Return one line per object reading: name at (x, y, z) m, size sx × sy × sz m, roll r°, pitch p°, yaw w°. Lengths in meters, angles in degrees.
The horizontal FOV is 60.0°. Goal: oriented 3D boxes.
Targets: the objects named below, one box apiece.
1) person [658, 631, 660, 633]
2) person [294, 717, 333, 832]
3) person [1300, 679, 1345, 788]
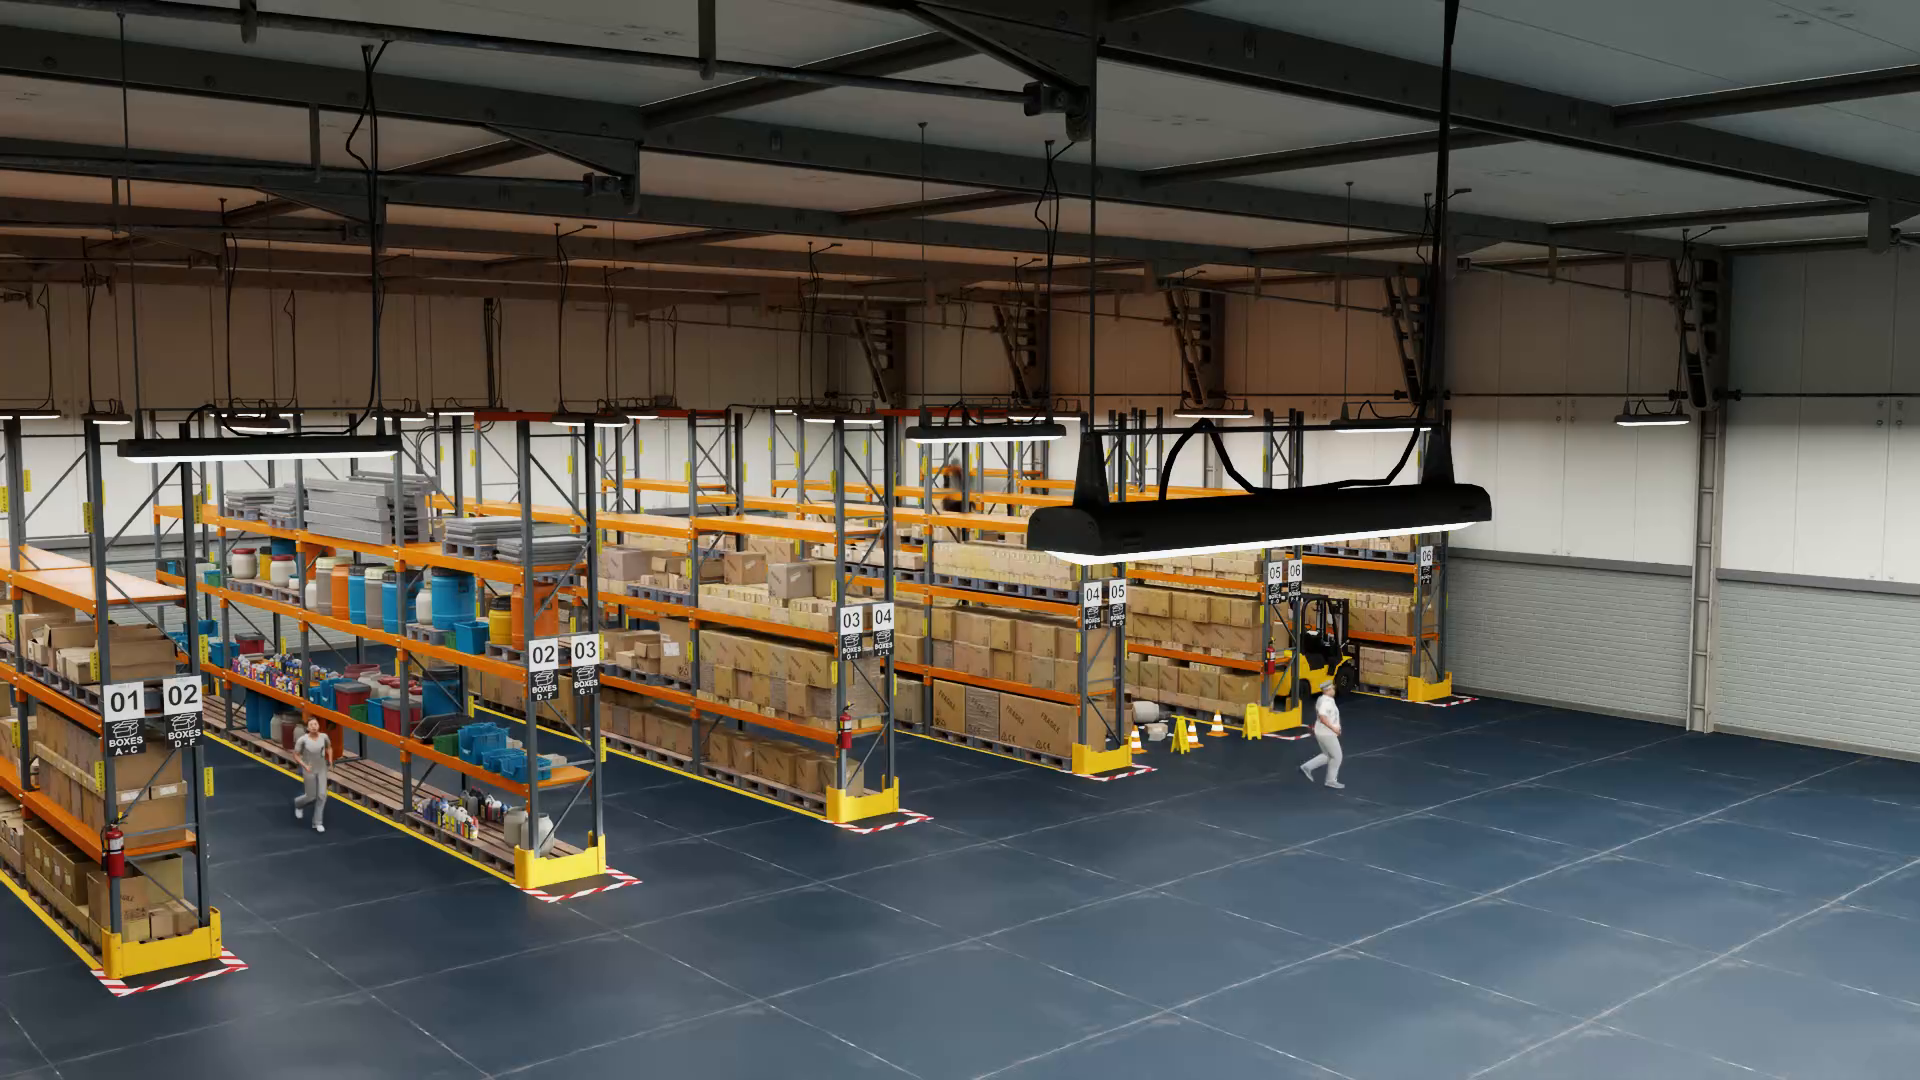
person at (-6.224, 2.453, 35.356) m, size 0.532 × 1.551 × 0.559 m, roll -5°, pitch 7°, yaw -42°
person at (-9.446, 3.391, 24.310) m, size 0.572 × 1.652 × 0.722 m, roll -4°, pitch 7°, yaw -40°
person at (5.857, 3.112, 26.748) m, size 0.710 × 1.769 × 0.672 m, roll 0°, pitch 5°, yaw 2°
